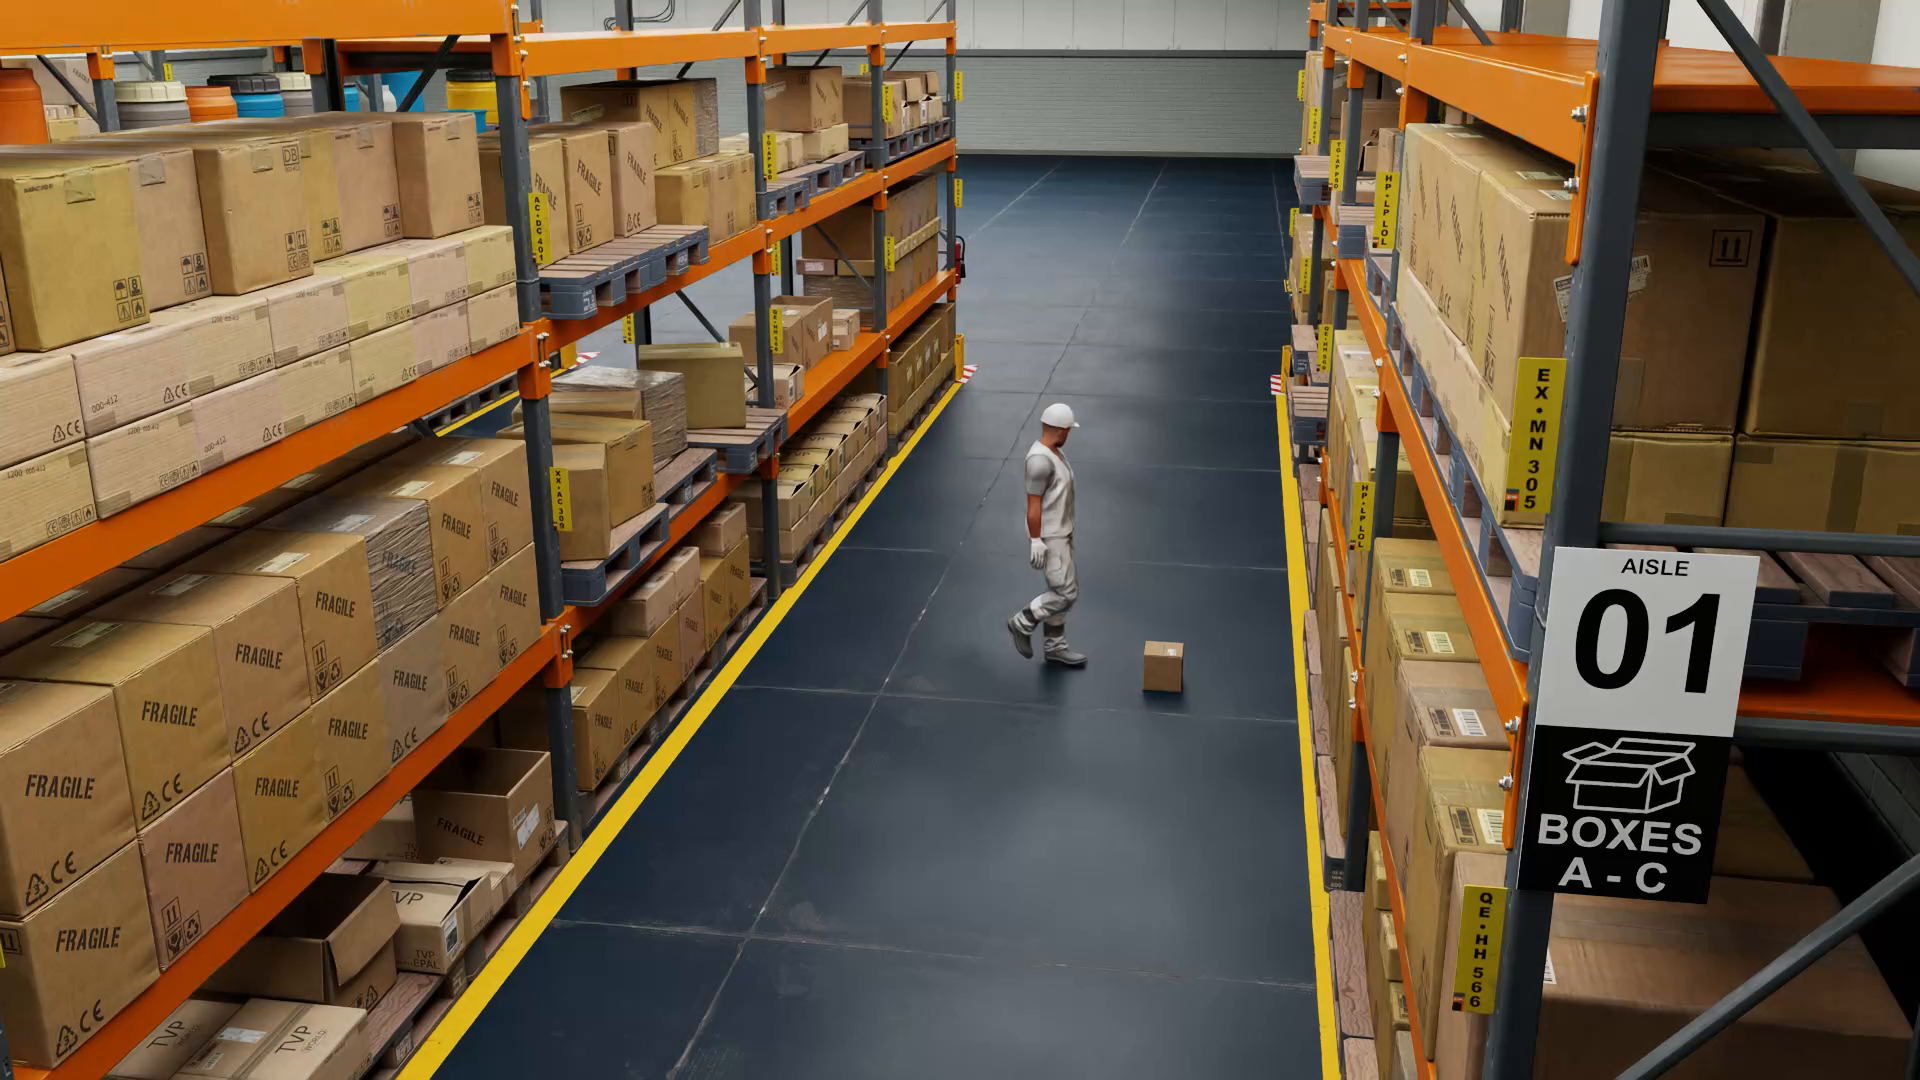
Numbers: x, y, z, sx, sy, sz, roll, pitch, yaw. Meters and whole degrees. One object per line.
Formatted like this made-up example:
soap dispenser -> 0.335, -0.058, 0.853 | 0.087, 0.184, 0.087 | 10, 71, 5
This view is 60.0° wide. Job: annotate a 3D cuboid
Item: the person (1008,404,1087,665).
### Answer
person -> 0.598, -0.025, 11.028 | 0.529, 1.782, 0.575 | 5, 18, 16
